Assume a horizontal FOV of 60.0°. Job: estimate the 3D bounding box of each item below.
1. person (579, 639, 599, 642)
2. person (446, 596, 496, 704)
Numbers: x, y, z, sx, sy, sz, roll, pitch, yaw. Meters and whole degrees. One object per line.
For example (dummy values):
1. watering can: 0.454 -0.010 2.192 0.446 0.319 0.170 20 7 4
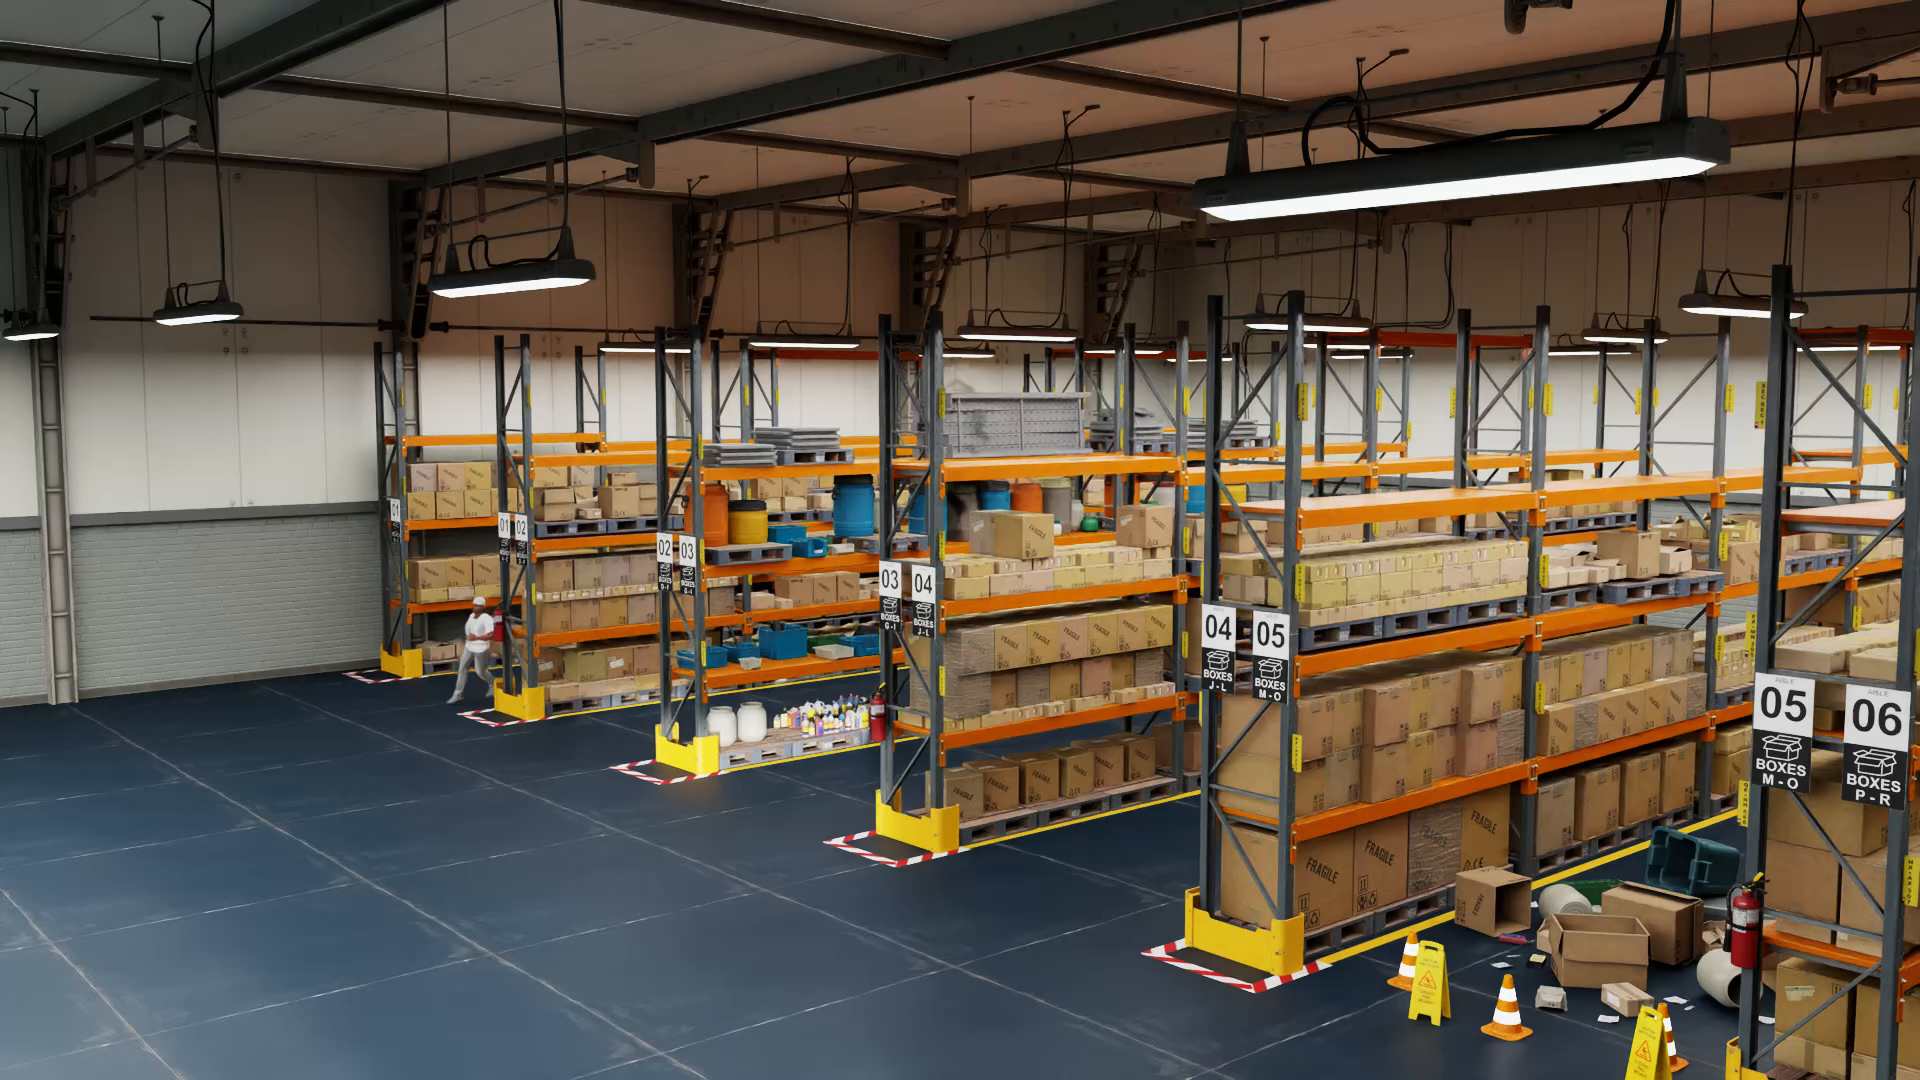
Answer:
1. person: -6.420 1.602 29.061 1.038 1.750 0.704 -4 7 -37
2. person: -7.916 1.786 27.277 0.727 1.743 0.986 4 6 34
